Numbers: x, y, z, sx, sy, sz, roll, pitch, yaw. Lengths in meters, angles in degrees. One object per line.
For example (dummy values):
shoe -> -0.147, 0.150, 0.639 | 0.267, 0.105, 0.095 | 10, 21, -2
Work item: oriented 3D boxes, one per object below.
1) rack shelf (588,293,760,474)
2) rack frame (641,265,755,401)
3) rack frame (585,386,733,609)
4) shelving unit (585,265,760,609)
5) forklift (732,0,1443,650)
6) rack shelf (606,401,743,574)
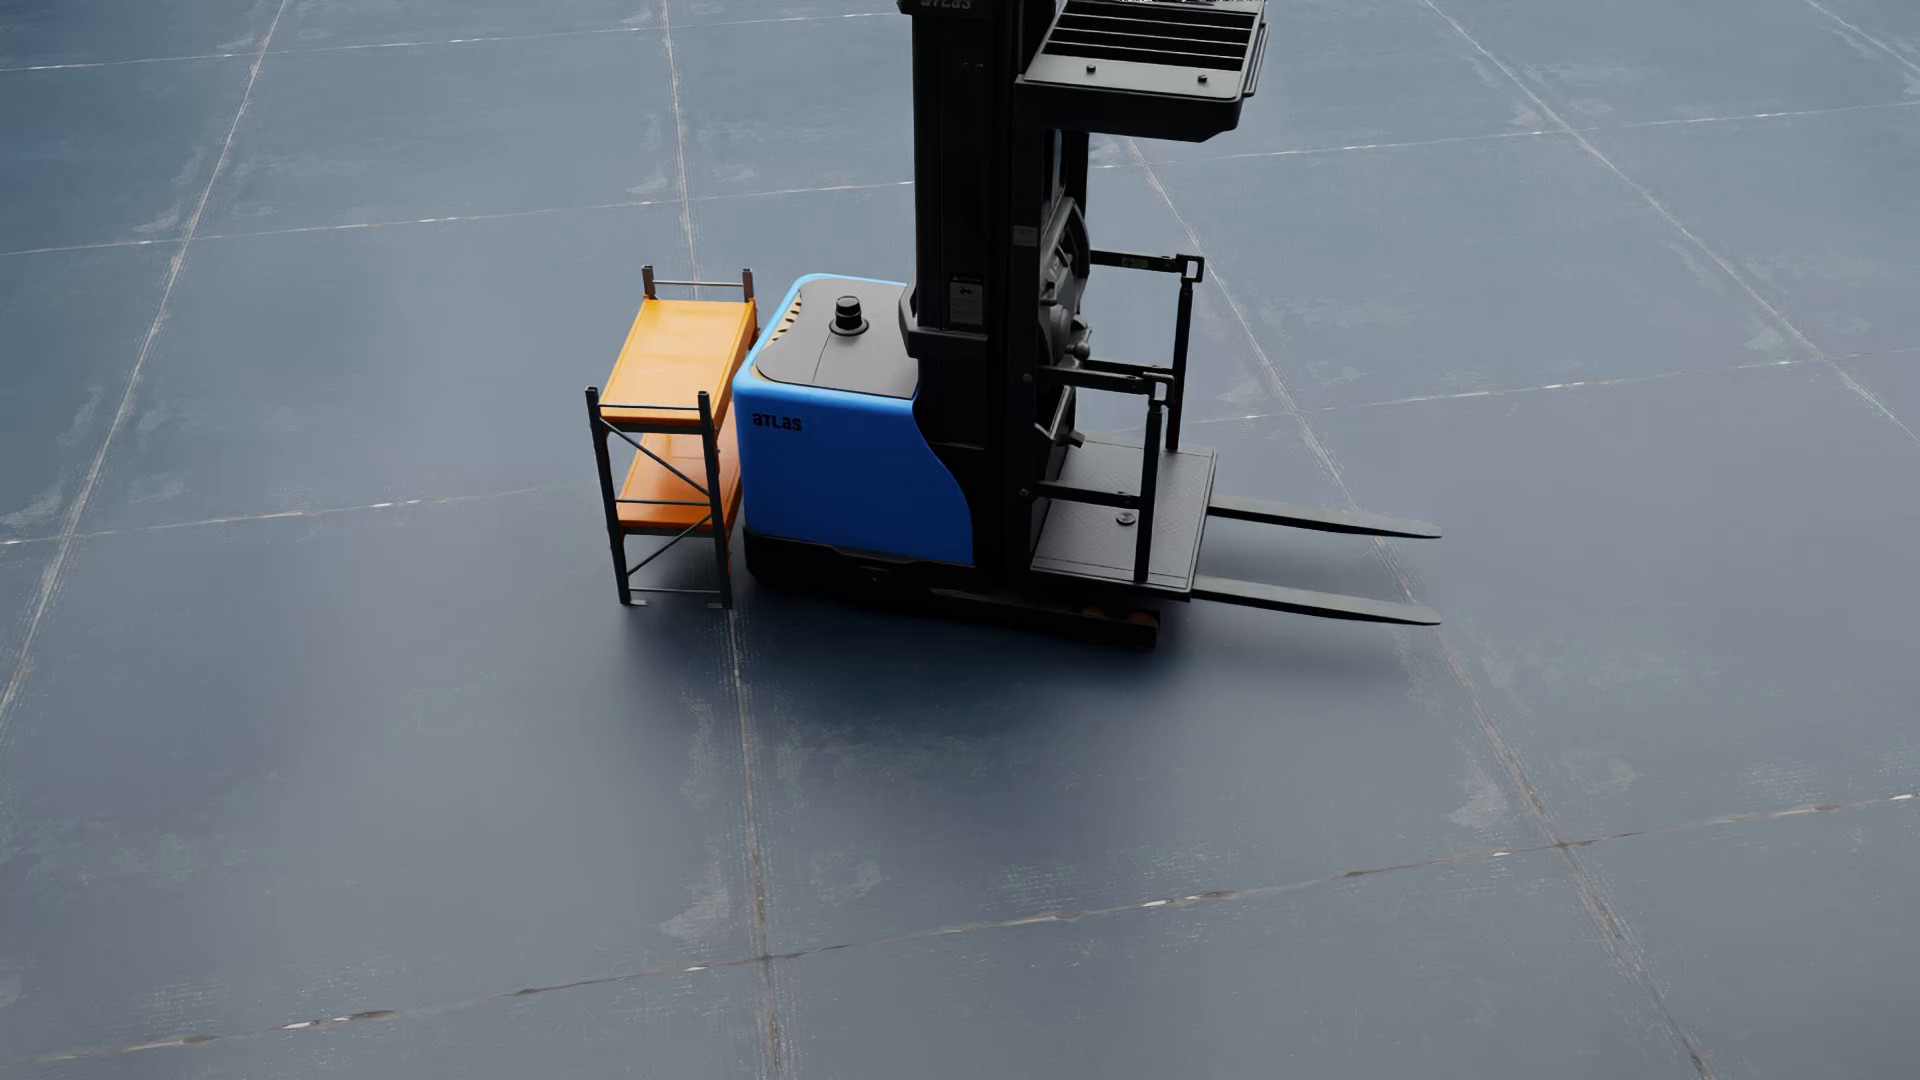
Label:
rack shelf -> -1.222, -0.700, 7.255 | 0.538, 0.278, 1.000 | 2, 38, 3
rack frame -> -1.184, -0.779, 7.835 | 0.500, 1.125, 0.032 | 2, 38, 3
rack frame -> -1.258, -0.157, 7.034 | 0.500, 1.125, 0.032 | 2, 38, 3
shelving unit -> -1.221, -0.468, 7.435 | 0.538, 1.125, 1.048 | 2, 38, 3
forklift -> 0.611, -1.045, 6.706 | 3.031, 2.935, 1.130 | 8, 39, 10
rack shelf -> -1.221, -0.275, 7.585 | 0.538, 0.278, 1.000 | 2, 38, 3
